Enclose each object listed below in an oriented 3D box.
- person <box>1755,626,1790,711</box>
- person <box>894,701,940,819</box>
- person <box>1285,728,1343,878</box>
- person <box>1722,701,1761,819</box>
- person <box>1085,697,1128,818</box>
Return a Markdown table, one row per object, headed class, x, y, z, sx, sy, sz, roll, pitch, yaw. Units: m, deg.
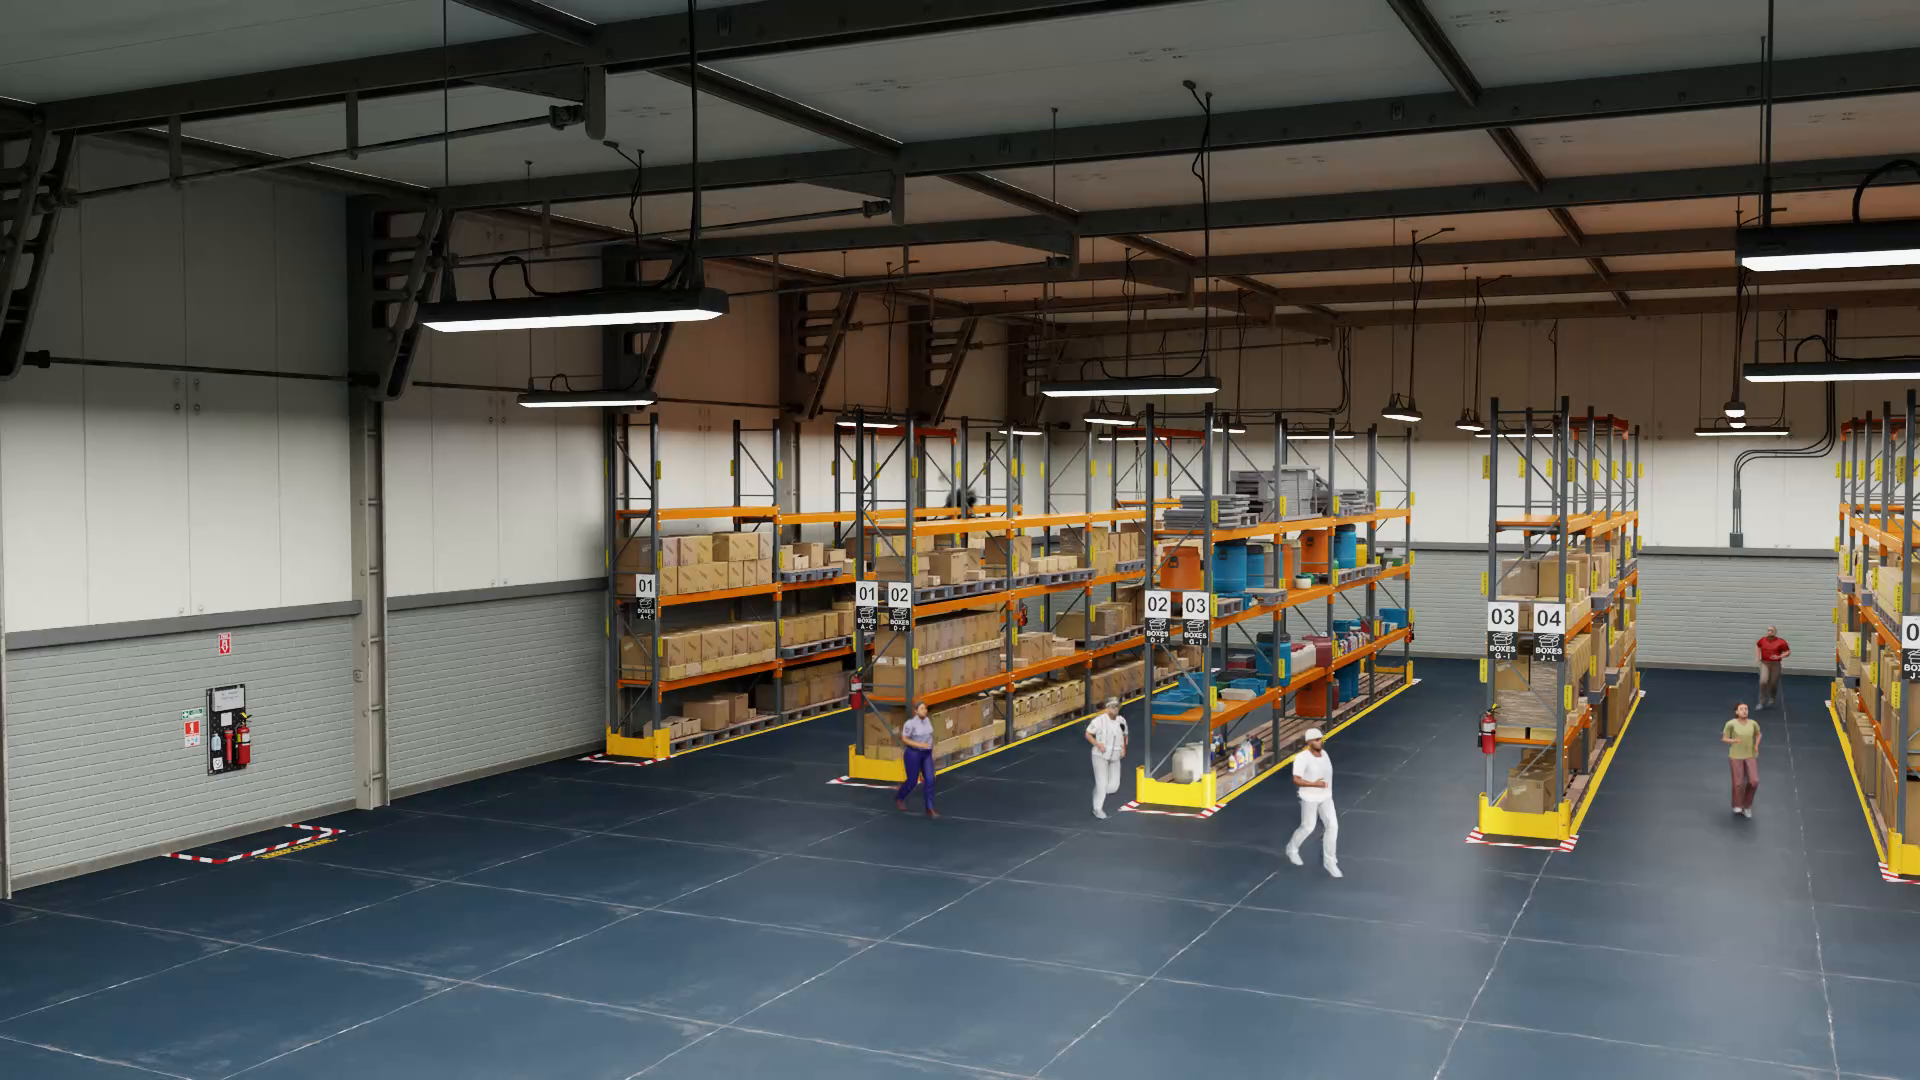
| class | x | y | z | sx | sy | sz | roll | pitch | yaw |
| --- | --- | --- | --- | --- | --- | --- | --- | --- | --- |
| person | 17.012 | 2.678 | 34.818 | 0.670 | 1.766 | 0.857 | 1 | 3 | 32 |
| person | -0.610 | 3.170 | 24.128 | 0.626 | 1.674 | 0.826 | -2 | 3 | -41 |
| person | 4.407 | 3.248 | 20.713 | 0.700 | 1.815 | 0.856 | -1 | 3 | -30 |
| person | 11.272 | 3.167 | 23.931 | 0.561 | 1.675 | 0.620 | 1 | 2 | 13 |
| person | 2.154 | 3.131 | 24.170 | 0.694 | 1.727 | 0.652 | -1 | 3 | -18 |
